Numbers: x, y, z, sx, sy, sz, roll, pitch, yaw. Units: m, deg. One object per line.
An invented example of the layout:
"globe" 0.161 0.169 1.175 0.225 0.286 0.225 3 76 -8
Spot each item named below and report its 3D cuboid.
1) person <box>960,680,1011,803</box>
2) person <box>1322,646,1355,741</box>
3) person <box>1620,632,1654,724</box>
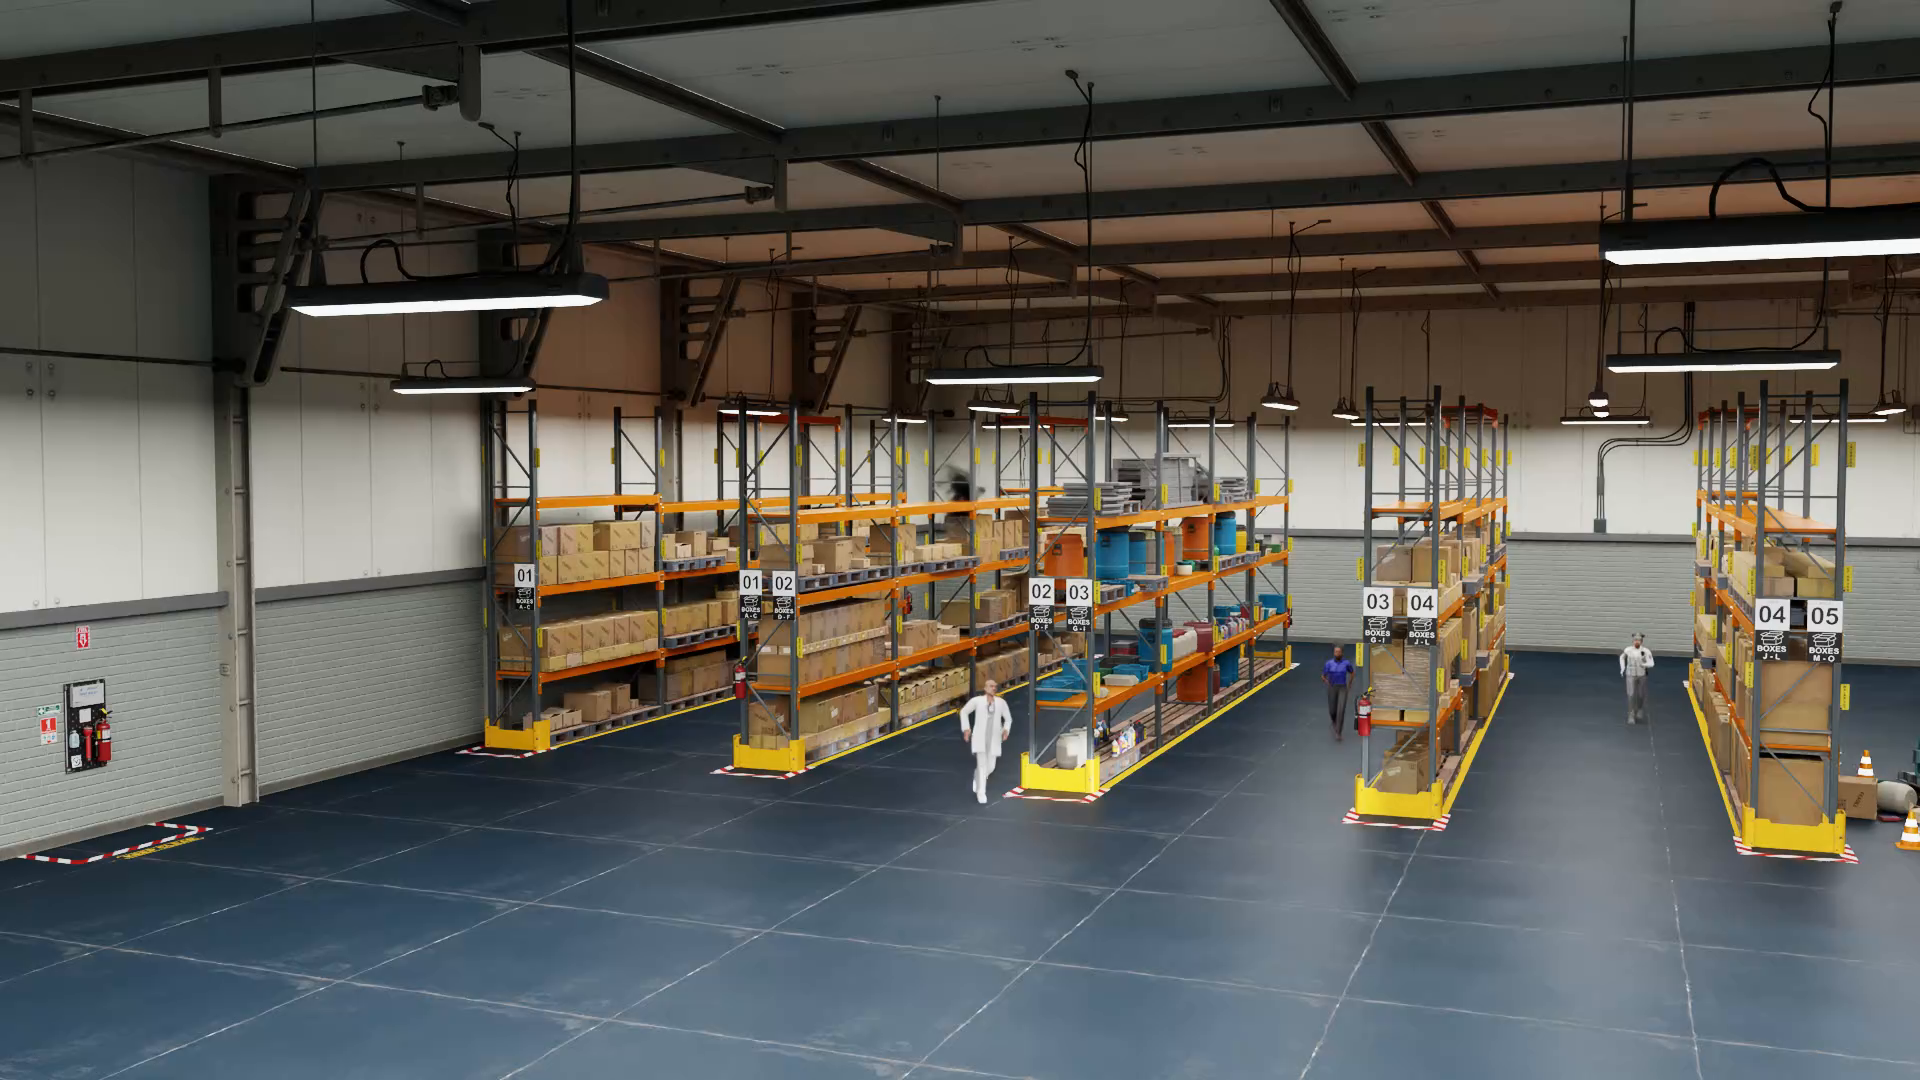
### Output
"person" 0.401 2.941 24.477 0.766 1.749 0.756 -1 3 -12
"person" 6.769 2.717 29.778 0.579 1.649 0.851 1 3 13
"person" 12.764 2.579 31.376 0.614 1.687 0.901 1 3 24
